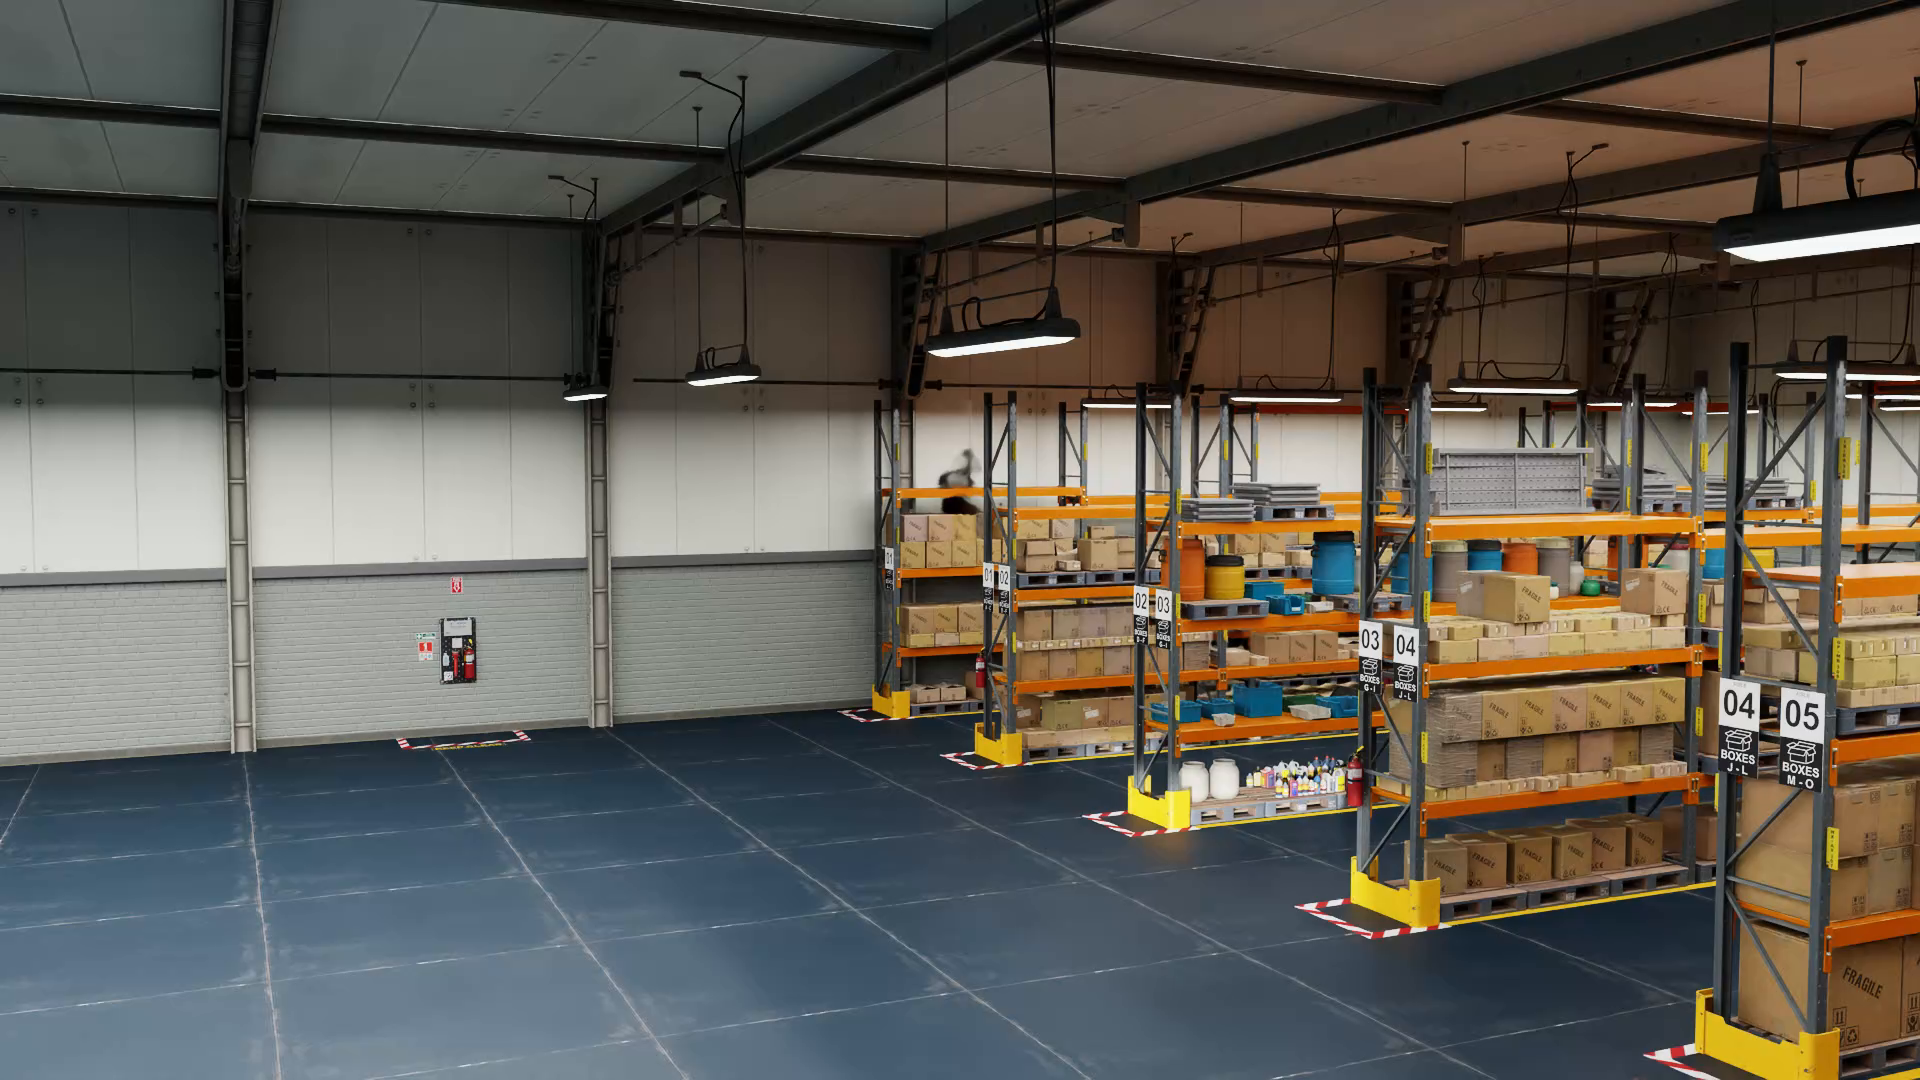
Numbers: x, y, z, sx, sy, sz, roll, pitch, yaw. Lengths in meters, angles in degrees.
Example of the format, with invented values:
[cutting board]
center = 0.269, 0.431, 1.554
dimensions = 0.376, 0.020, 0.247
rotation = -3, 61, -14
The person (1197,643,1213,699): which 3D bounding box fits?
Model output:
[person]
center = 4.450, 2.468, 31.337
dimensions = 0.564, 1.727, 0.635
rotation = -2, 4, -30
